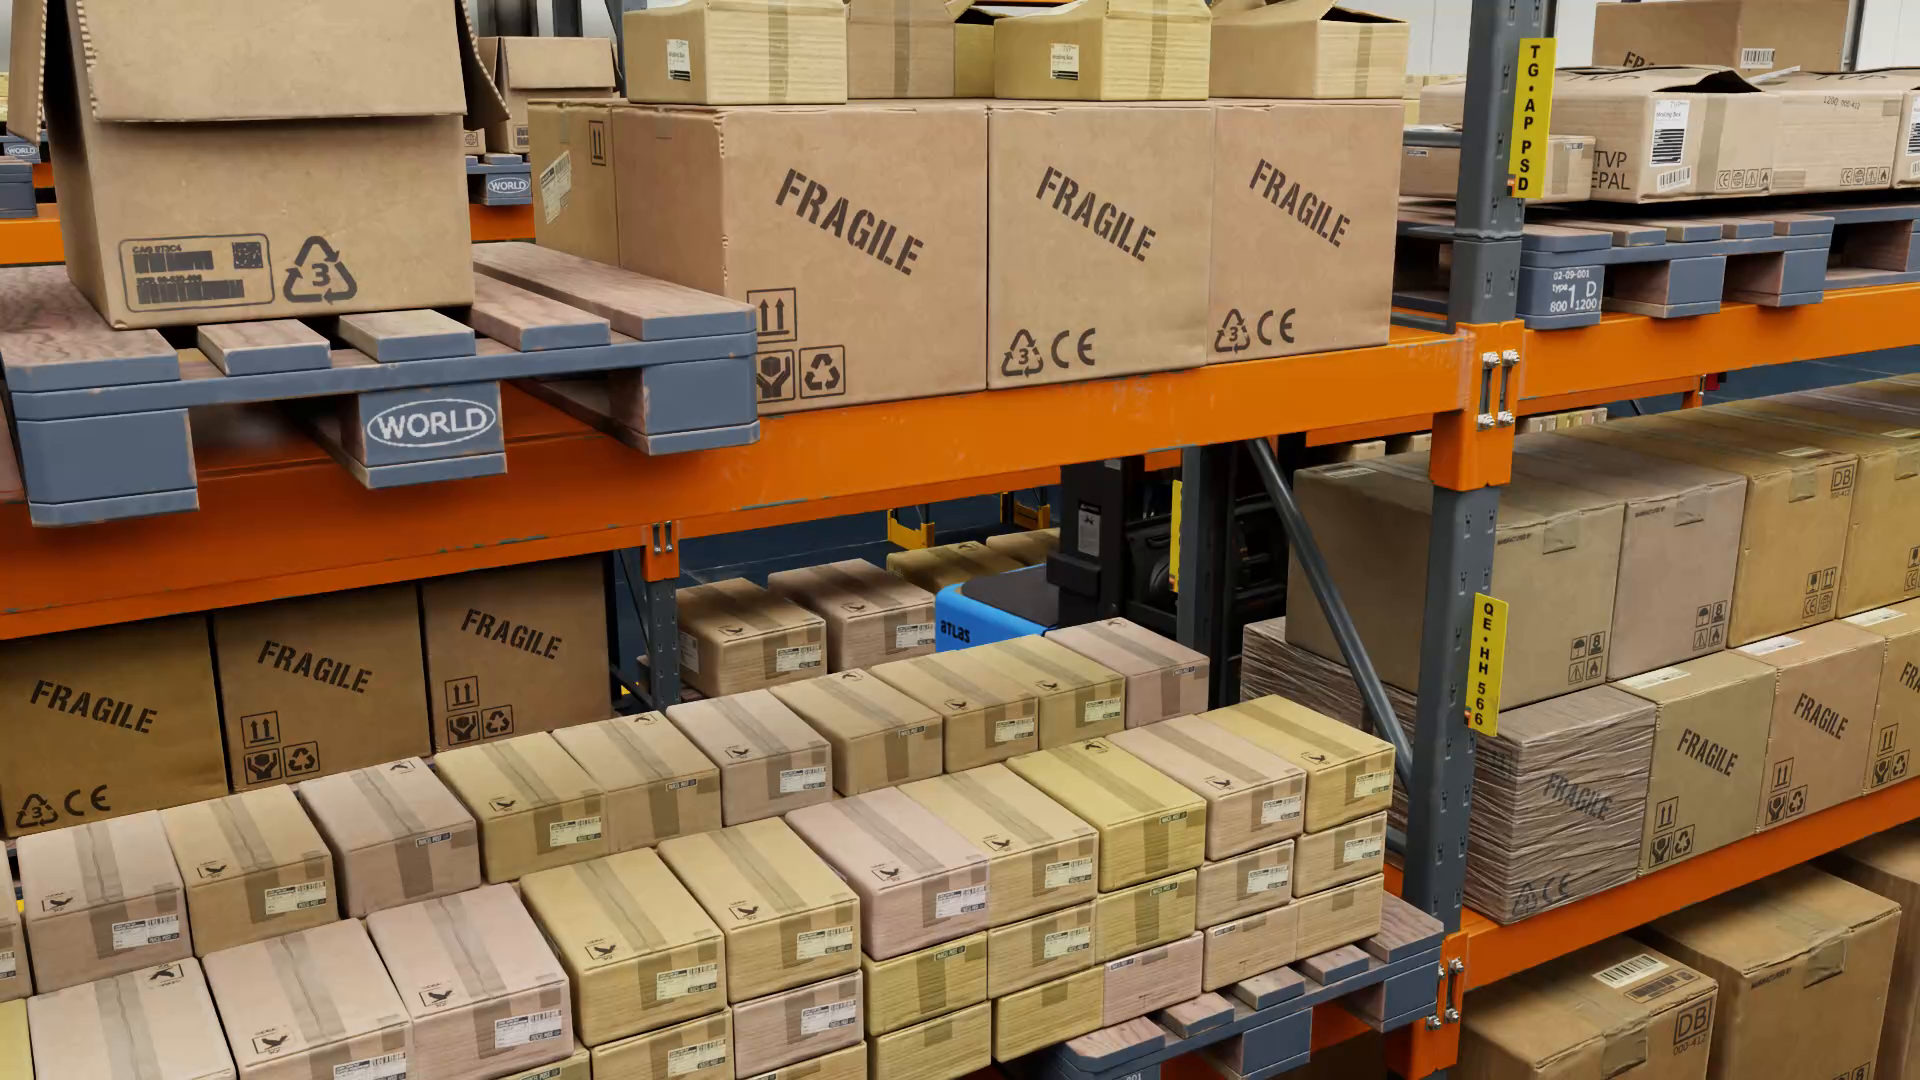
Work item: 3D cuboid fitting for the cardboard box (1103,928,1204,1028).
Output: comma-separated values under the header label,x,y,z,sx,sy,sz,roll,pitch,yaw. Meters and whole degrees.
label,x,y,z,sx,sy,sz,roll,pitch,yaw
cardboard box,0.300,0.847,3.520,0.250,0.149,0.380,-9,18,-29

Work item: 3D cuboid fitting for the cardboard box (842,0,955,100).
label,x,y,z,sx,sy,sz,roll,pitch,yaw
cardboard box,-0.209,-1.069,3.507,0.258,0.266,0.396,-9,18,-30

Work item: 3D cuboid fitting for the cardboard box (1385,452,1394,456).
label,x,y,z,sx,sy,sz,roll,pitch,yaw
cardboard box,2.810,-0.340,10.994,0.500,0.500,0.500,-8,18,-27

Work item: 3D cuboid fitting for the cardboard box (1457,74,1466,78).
label,x,y,z,sx,sy,sz,roll,pitch,yaw
cardboard box,3.015,-2.834,10.393,0.250,0.149,0.380,-10,18,-32

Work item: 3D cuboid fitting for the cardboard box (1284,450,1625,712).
label,x,y,z,sx,sy,sz,roll,pitch,yaw
cardboard box,1.310,0.093,4.482,0.500,0.500,0.700,-9,18,-30

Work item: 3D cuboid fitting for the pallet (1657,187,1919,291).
label,x,y,z,sx,sy,sz,roll,pitch,yaw
pallet,2.402,-0.928,4.957,1.213,0.211,1.003,-8,18,-27

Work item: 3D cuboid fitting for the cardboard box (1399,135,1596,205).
label,x,y,z,sx,sy,sz,roll,pitch,yaw
cardboard box,1.288,-0.900,4.009,0.250,0.149,0.380,-10,19,-32

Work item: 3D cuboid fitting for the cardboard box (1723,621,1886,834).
label,x,y,z,sx,sy,sz,roll,pitch,yaw
cardboard box,2.311,0.493,4.907,0.500,0.500,0.500,-9,18,-30

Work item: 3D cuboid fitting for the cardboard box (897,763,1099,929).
label,x,y,z,sx,sy,sz,roll,pitch,yaw
cardboard box,0.068,0.598,3.304,0.250,0.149,0.380,-9,18,-28

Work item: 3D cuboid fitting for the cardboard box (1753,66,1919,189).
label,x,y,z,sx,sy,sz,roll,pitch,yaw
cardboard box,2.523,-1.160,4.634,0.500,0.311,0.500,-10,18,-31

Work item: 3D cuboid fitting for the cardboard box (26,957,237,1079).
label,x,y,z,sx,sy,sz,roll,pitch,yaw
cardboard box,-1.262,0.814,2.536,0.250,0.149,0.380,-9,18,-30

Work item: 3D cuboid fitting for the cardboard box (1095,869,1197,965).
label,x,y,z,sx,sy,sz,roll,pitch,yaw
cardboard box,0.279,0.707,3.466,0.250,0.149,0.380,-9,18,-28

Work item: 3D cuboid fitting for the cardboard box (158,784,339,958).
label,x,y,z,sx,sy,sz,roll,pitch,yaw
cardboard box,-1.376,0.627,3.200,0.250,0.149,0.380,-10,18,-32

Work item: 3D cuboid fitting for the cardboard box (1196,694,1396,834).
label,x,y,z,sx,sy,sz,roll,pitch,yaw
cardboard box,0.736,0.489,3.692,0.250,0.149,0.380,-10,19,-32

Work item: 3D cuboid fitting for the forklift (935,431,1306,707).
label,x,y,z,sx,sy,sz,roll,pitch,yaw
forklift,1.177,0.074,6.717,1.130,2.935,3.031,-12,20,-37

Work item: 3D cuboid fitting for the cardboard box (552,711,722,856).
label,x,y,z,sx,sy,sz,roll,pitch,yaw
cardboard box,-0.702,0.518,3.591,0.250,0.149,0.380,-9,18,-28

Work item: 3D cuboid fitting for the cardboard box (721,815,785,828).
label,x,y,z,sx,sy,sz,roll,pitch,yaw
cardboard box,-0.487,0.625,3.760,0.250,0.149,0.380,-9,18,-30

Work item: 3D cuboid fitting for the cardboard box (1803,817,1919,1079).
label,x,y,z,sx,sy,sz,roll,pitch,yaw
cardboard box,3.034,1.248,5.790,0.750,0.750,1.050,-9,18,-30

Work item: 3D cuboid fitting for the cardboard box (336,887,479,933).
label,x,y,z,sx,sy,sz,roll,pitch,yaw
cardboard box,-1.141,0.729,3.387,0.250,0.149,0.380,-9,18,-29

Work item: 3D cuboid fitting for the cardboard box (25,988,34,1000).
label,x,y,z,sx,sy,sz,roll,pitch,yaw
cardboard box,-1.618,0.951,3.146,0.250,0.149,0.380,-10,19,-33

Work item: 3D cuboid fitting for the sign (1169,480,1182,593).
label,x,y,z,sx,sy,sz,roll,pitch,yaw
sign,0.631,-0.003,4.717,0.005,0.325,0.100,-9,18,-30

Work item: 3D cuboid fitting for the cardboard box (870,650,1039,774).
label,x,y,z,sx,sy,sz,roll,pitch,yaw
cardboard box,-0.018,0.406,3.991,0.250,0.149,0.380,-9,18,-30

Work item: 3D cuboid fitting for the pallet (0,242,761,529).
label,x,y,z,sx,sy,sz,roll,pitch,yaw
pallet,-1.037,-0.321,2.788,1.003,0.211,1.213,-9,18,-30

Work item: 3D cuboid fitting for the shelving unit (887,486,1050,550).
label,x,y,z,sx,sy,sz,roll,pitch,yaw
shelving unit,0.065,-0.733,12.245,1.083,1.500,0.587,-9,18,-30

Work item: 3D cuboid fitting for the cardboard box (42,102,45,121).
label,x,y,z,sx,sy,sz,roll,pitch,yaw
cardboard box,-5.939,-2.783,10.726,0.250,0.149,0.380,-9,18,-28

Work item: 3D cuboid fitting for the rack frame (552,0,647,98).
label,x,y,z,sx,sy,sz,roll,pitch,yaw
rack frame,-1.716,-3.337,7.642,0.127,3.000,1.000,-9,18,-30

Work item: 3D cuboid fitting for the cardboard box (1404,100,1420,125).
label,x,y,z,sx,sy,sz,roll,pitch,yaw
cardboard box,2.668,-2.591,10.266,0.500,0.250,0.500,-9,18,-30

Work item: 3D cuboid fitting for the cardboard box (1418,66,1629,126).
label,x,y,z,sx,sy,sz,roll,pitch,yaw
cardboard box,1.661,-1.184,4.719,0.500,0.311,0.500,-9,18,-30

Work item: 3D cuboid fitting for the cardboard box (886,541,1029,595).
label,x,y,z,sx,sy,sz,roll,pitch,yaw
cardboard box,0.055,0.330,9.766,0.625,0.372,0.950,-9,18,-28

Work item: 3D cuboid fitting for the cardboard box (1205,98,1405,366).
label,x,y,z,sx,sy,sz,roll,pitch,yaw
cardboard box,0.561,-0.671,3.505,0.500,0.500,0.500,-9,18,-30

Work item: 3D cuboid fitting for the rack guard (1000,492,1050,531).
label,x,y,z,sx,sy,sz,roll,pitch,yaw
rack guard,0.492,-0.200,12.661,0.087,0.250,0.587,-9,18,-30

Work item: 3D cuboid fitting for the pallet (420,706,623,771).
label,x,y,z,sx,sy,sz,roll,pitch,yaw
pallet,-2.431,0.986,8.500,1.213,0.211,1.003,-9,18,-30

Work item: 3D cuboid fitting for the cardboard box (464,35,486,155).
label,x,y,z,sx,sy,sz,roll,pitch,yaw
cardboard box,-2.467,-1.961,7.329,0.500,0.500,0.700,-10,19,-32

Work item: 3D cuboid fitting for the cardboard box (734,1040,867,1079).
label,x,y,z,sx,sy,sz,roll,pitch,yaw
cardboard box,-0.368,0.954,3.138,0.250,0.149,0.380,-9,18,-28

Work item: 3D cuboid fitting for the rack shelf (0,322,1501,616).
label,x,y,z,sx,sy,sz,roll,pitch,yaw
rack shelf,-0.795,-0.137,3.117,4.000,0.370,1.077,-9,18,-30

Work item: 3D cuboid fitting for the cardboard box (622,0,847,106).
label,x,y,z,sx,sy,sz,roll,pitch,yaw
cardboard box,-0.385,-0.878,2.825,0.258,0.266,0.396,-9,18,-30

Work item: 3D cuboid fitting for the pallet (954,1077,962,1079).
label,x,y,z,sx,sy,sz,roll,pitch,yaw
pallet,-0.756,1.060,3.427,1.213,0.211,1.003,-9,18,-30

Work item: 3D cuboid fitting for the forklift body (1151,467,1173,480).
label,x,y,z,sx,sy,sz,roll,pitch,yaw
forklift body,1.896,-1.614,14.183,1.214,2.155,2.313,-9,18,-30

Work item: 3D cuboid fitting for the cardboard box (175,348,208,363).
label,x,y,z,sx,sy,sz,roll,pitch,yaw
cardboard box,-3.327,-0.636,7.084,0.500,0.500,0.500,-10,18,-31

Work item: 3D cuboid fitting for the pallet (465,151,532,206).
label,x,y,z,sx,sy,sz,roll,pitch,yaw
pallet,-2.241,-1.700,7.709,1.003,0.211,1.213,-8,18,-27

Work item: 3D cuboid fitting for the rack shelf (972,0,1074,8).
label,x,y,z,sx,sy,sz,roll,pitch,yaw
rack shelf,0.868,-4.780,14.864,4.000,0.370,1.077,-9,18,-30

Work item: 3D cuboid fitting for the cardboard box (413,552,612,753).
label,x,y,z,sx,sy,sz,roll,pitch,yaw
cardboard box,-2.351,0.449,8.408,0.875,0.875,0.875,-9,18,-30

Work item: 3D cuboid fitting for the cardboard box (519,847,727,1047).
label,x,y,z,sx,sy,sz,roll,pitch,yaw
cardboard box,-0.597,0.705,2.924,0.250,0.149,0.380,-9,18,-28

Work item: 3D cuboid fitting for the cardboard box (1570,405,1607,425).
label,x,y,z,sx,sy,sz,roll,pitch,yaw
cardboard box,4.309,-0.874,11.695,0.250,0.149,0.380,-9,18,-28

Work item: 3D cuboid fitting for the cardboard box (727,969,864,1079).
label,x,y,z,sx,sy,sz,roll,pitch,yaw
cardboard box,-0.374,0.812,3.091,0.250,0.149,0.380,-9,18,-28

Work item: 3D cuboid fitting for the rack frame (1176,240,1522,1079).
label,x,y,z,sx,sy,sz,roll,pitch,yaw
rack frame,0.920,0.683,4.416,0.127,3.000,1.000,-9,18,-30

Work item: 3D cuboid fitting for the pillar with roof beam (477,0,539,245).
label,x,y,z,sx,sy,sz,roll,pitch,yaw
pillar with roof beam,-1.405,-3.879,9.574,0.400,9.000,9.100,-9,18,-30

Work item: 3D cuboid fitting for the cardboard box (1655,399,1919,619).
label,x,y,z,sx,sy,sz,roll,pitch,yaw
cardboard box,2.619,-0.120,5.244,0.500,0.500,0.700,-9,18,-30

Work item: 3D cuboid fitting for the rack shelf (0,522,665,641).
label,x,y,z,sx,sy,sz,roll,pitch,yaw
rack shelf,-3.430,0.176,7.557,4.000,0.370,1.077,-9,18,-30
